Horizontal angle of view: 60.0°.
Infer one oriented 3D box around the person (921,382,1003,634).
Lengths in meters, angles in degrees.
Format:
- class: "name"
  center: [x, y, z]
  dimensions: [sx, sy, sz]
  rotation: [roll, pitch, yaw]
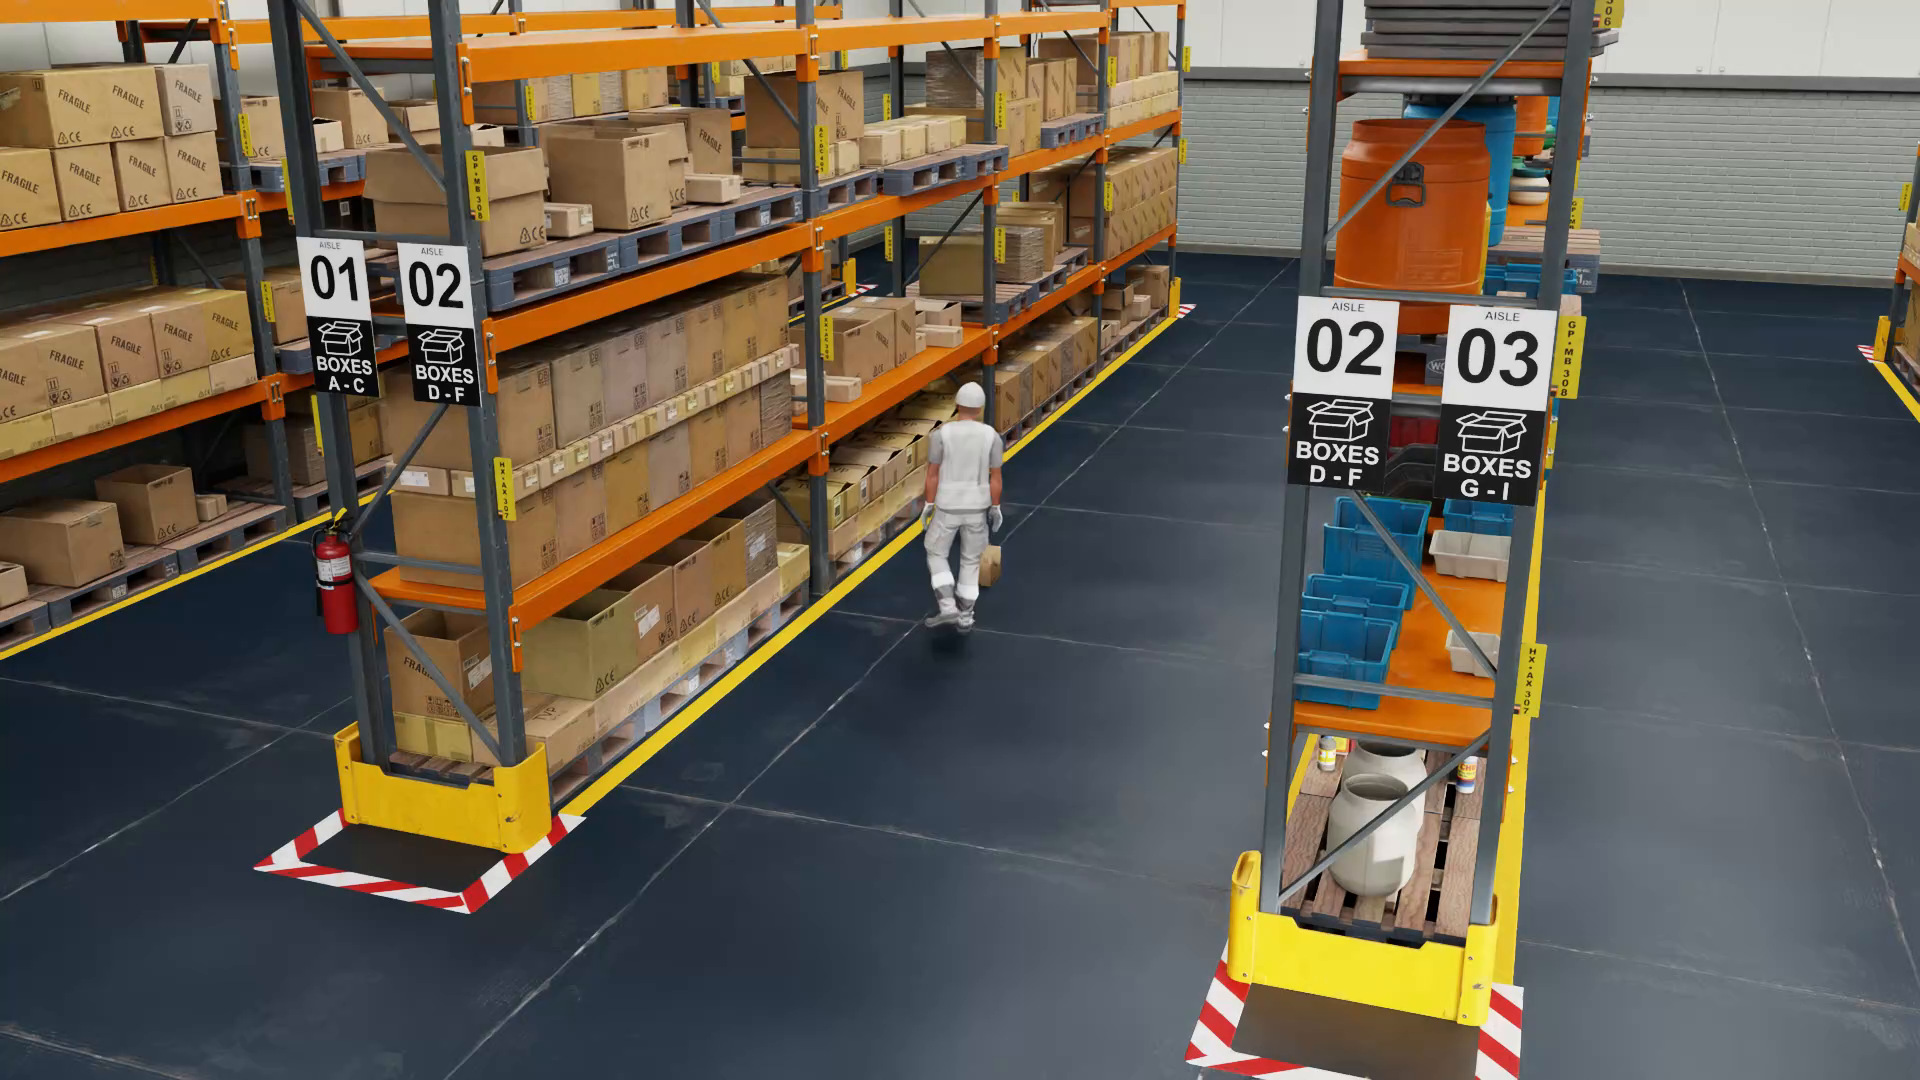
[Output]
- class: "person"
  center: [0.021, -0.192, 11.567]
  dimensions: [0.580, 1.785, 0.571]
  rotation: [-2, 19, -5]
